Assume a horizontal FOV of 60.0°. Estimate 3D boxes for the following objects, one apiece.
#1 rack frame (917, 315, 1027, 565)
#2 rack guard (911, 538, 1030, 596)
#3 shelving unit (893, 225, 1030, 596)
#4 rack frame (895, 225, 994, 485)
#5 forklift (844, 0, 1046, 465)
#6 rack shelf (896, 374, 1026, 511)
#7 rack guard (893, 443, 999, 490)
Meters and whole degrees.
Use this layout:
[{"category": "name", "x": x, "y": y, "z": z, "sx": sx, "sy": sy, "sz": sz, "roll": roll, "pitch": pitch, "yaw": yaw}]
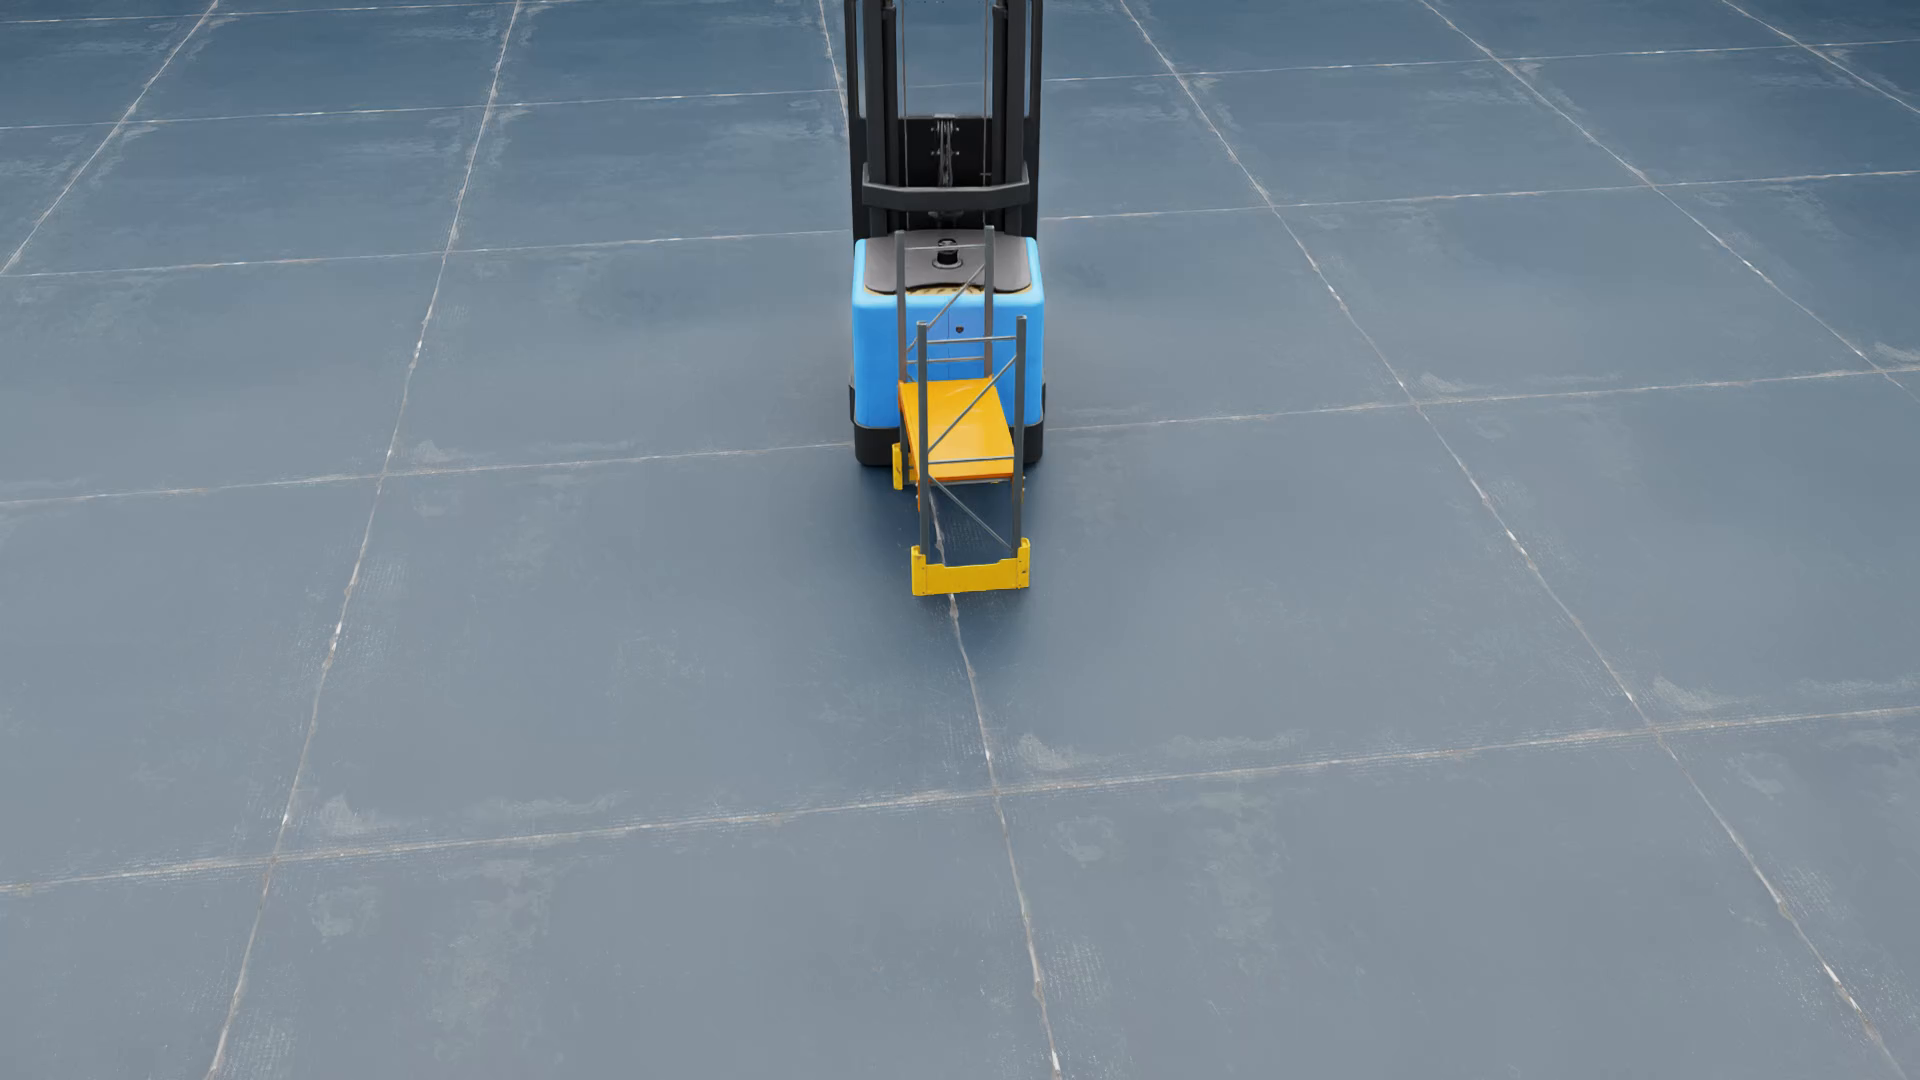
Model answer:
[{"category": "rack frame", "x": 0.054, "y": -0.380, "z": 7.976, "sx": 0.500, "sy": 1.500, "sz": 0.032, "roll": -4, "pitch": 34, "yaw": -6}, {"category": "rack guard", "x": 0.053, "y": 0.136, "z": 8.329, "sx": 0.587, "sy": 0.250, "sz": 0.087, "roll": -4, "pitch": 34, "yaw": -6}, {"category": "shelving unit", "x": -0.010, "y": -0.659, "z": 8.385, "sx": 0.587, "sy": 1.500, "sz": 1.083, "roll": -4, "pitch": 34, "yaw": -6}, {"category": "rack frame", "x": -0.076, "y": -0.948, "z": 8.809, "sx": 0.500, "sy": 1.500, "sz": 0.032, "roll": -4, "pitch": 34, "yaw": -6}, {"category": "forklift", "x": -0.095, "y": -2.424, "z": 9.704, "sx": 1.130, "sy": 2.935, "sz": 3.031, "roll": -1, "pitch": 34, "yaw": -1}, {"category": "rack shelf", "x": -0.011, "y": -0.515, "z": 8.494, "sx": 0.538, "sy": 0.185, "sz": 1.000, "roll": -4, "pitch": 34, "yaw": -6}, {"category": "rack guard", "x": -0.074, "y": -0.420, "z": 9.145, "sx": 0.587, "sy": 0.250, "sz": 0.087, "roll": -4, "pitch": 34, "yaw": -6}]
